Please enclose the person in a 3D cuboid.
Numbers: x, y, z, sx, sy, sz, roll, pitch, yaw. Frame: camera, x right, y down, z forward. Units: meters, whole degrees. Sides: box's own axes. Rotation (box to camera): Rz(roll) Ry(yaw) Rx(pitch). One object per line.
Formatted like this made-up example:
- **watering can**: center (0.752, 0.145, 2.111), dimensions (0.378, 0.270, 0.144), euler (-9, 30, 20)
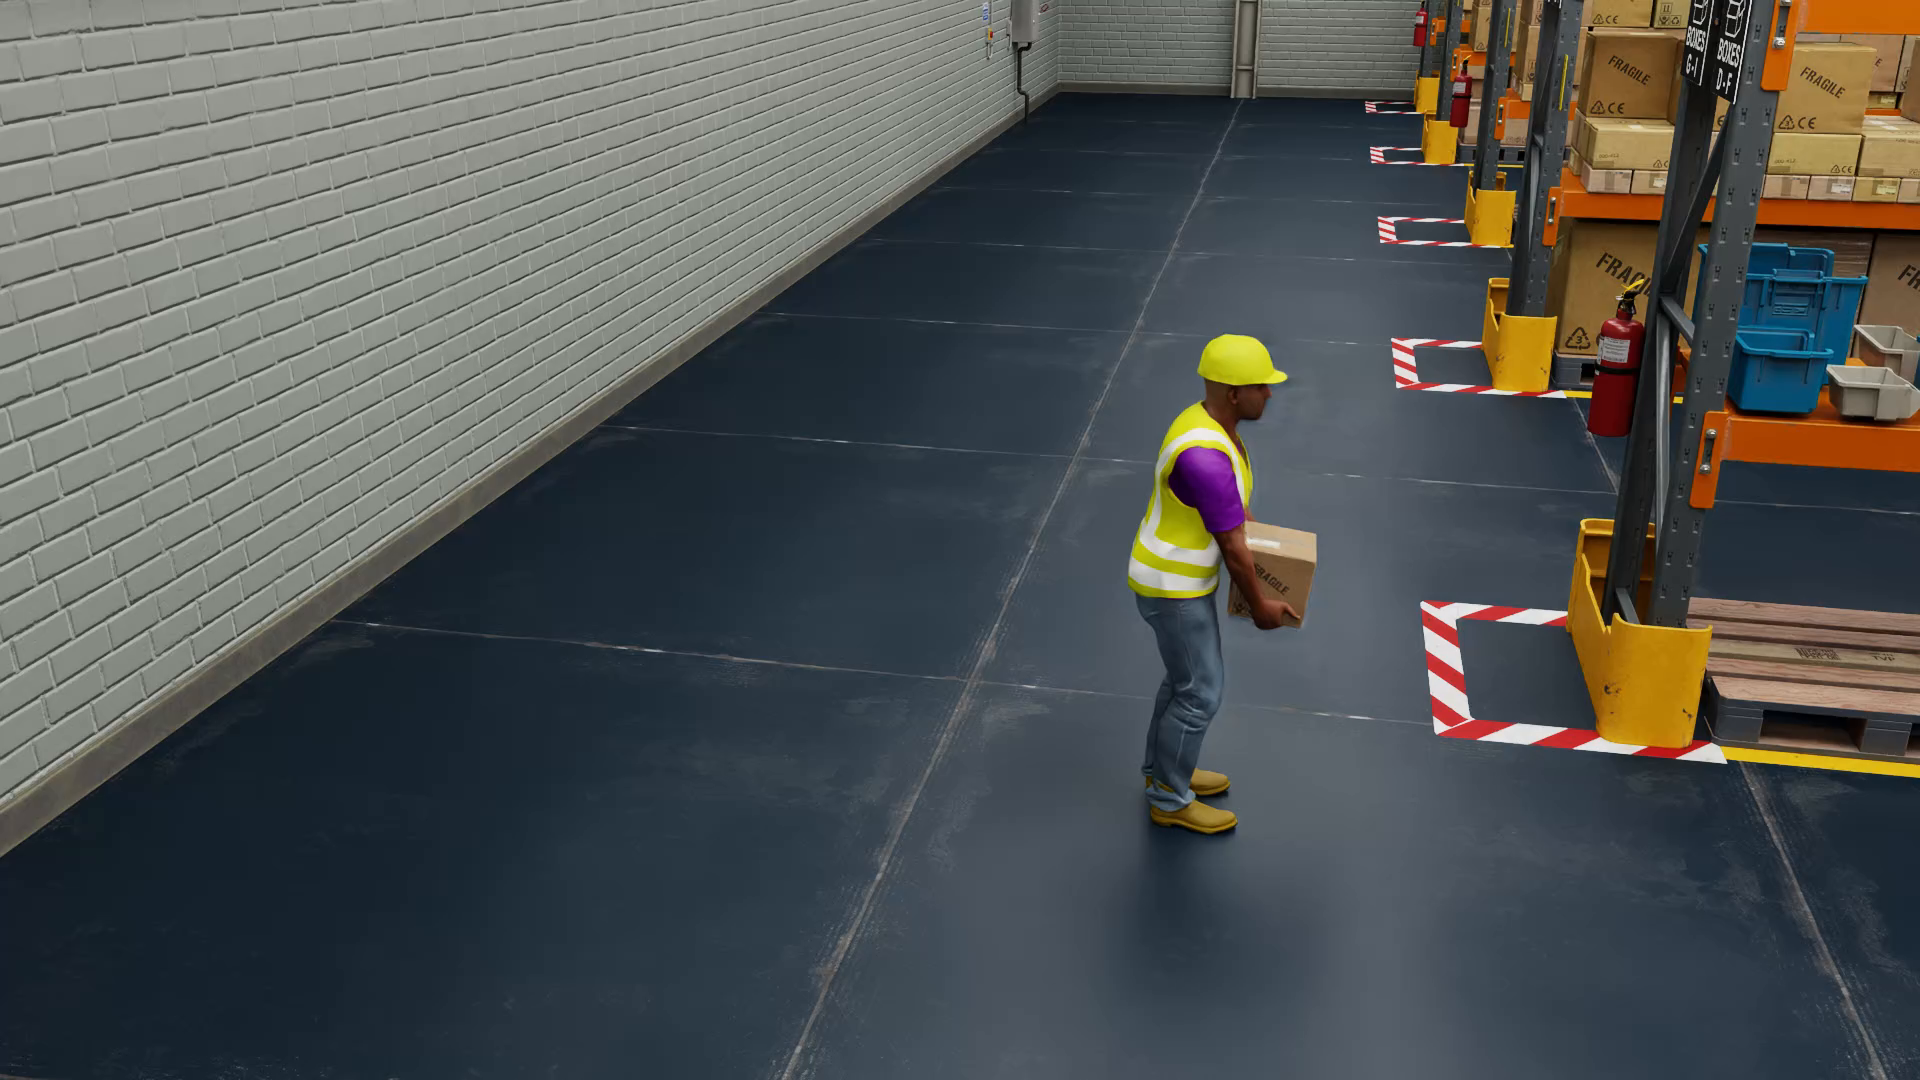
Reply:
- **person**: center (0.870, 0.149, 5.702), dimensions (0.589, 1.744, 0.503), euler (4, 22, 10)
